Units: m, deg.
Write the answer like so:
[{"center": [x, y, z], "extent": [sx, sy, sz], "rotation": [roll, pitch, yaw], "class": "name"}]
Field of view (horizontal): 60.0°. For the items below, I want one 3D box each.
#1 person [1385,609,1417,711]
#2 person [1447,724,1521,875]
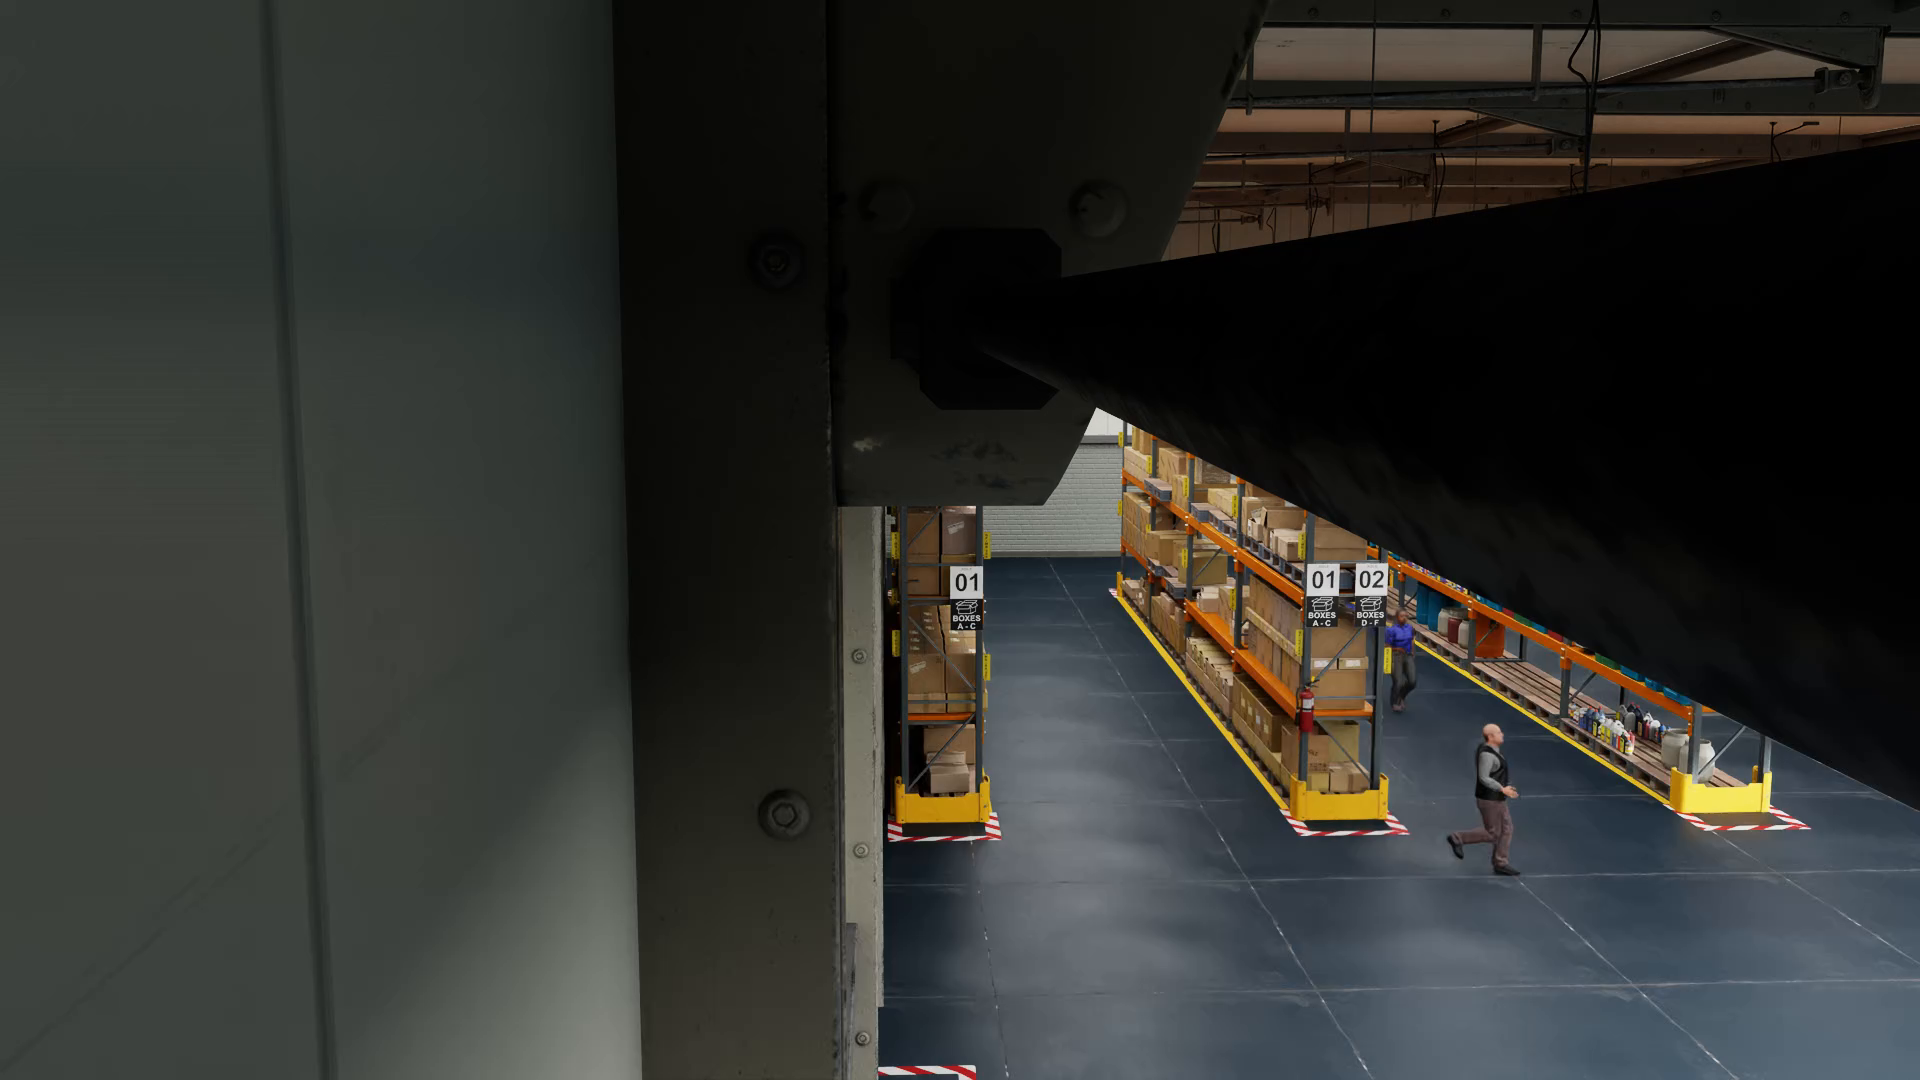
[{"center": [6.912, 1.889, 25.919], "extent": [0.563, 1.618, 0.572], "rotation": [-2, 8, -12], "class": "person"}, {"center": [5.906, 2.896, 18.643], "extent": [0.810, 1.710, 0.675], "rotation": [3, 9, 22], "class": "person"}]
